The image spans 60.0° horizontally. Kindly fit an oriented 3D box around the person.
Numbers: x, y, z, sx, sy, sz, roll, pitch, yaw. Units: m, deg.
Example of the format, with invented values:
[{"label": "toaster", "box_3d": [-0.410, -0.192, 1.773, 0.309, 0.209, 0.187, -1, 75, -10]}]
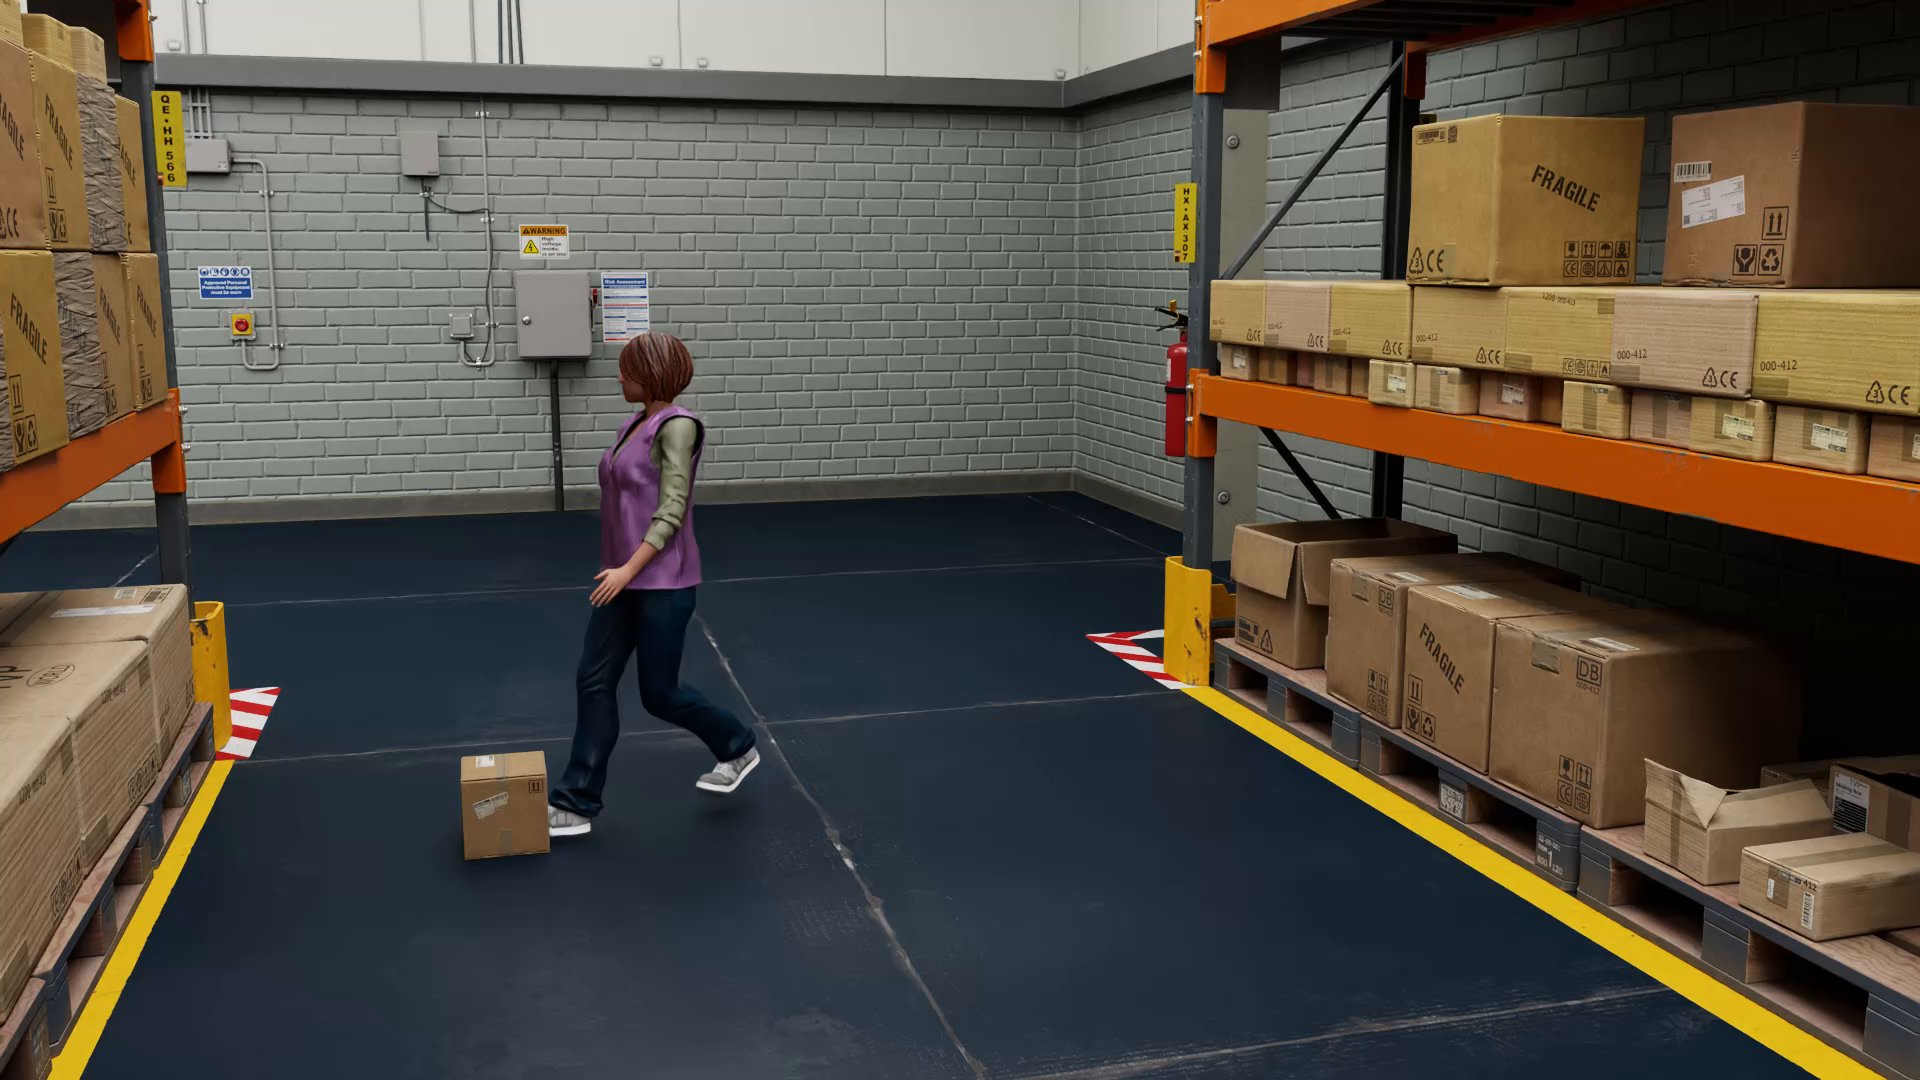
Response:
[{"label": "person", "box_3d": [-1.018, 0.132, 5.158, 0.855, 1.541, 0.481, -7, 12, -35]}]
